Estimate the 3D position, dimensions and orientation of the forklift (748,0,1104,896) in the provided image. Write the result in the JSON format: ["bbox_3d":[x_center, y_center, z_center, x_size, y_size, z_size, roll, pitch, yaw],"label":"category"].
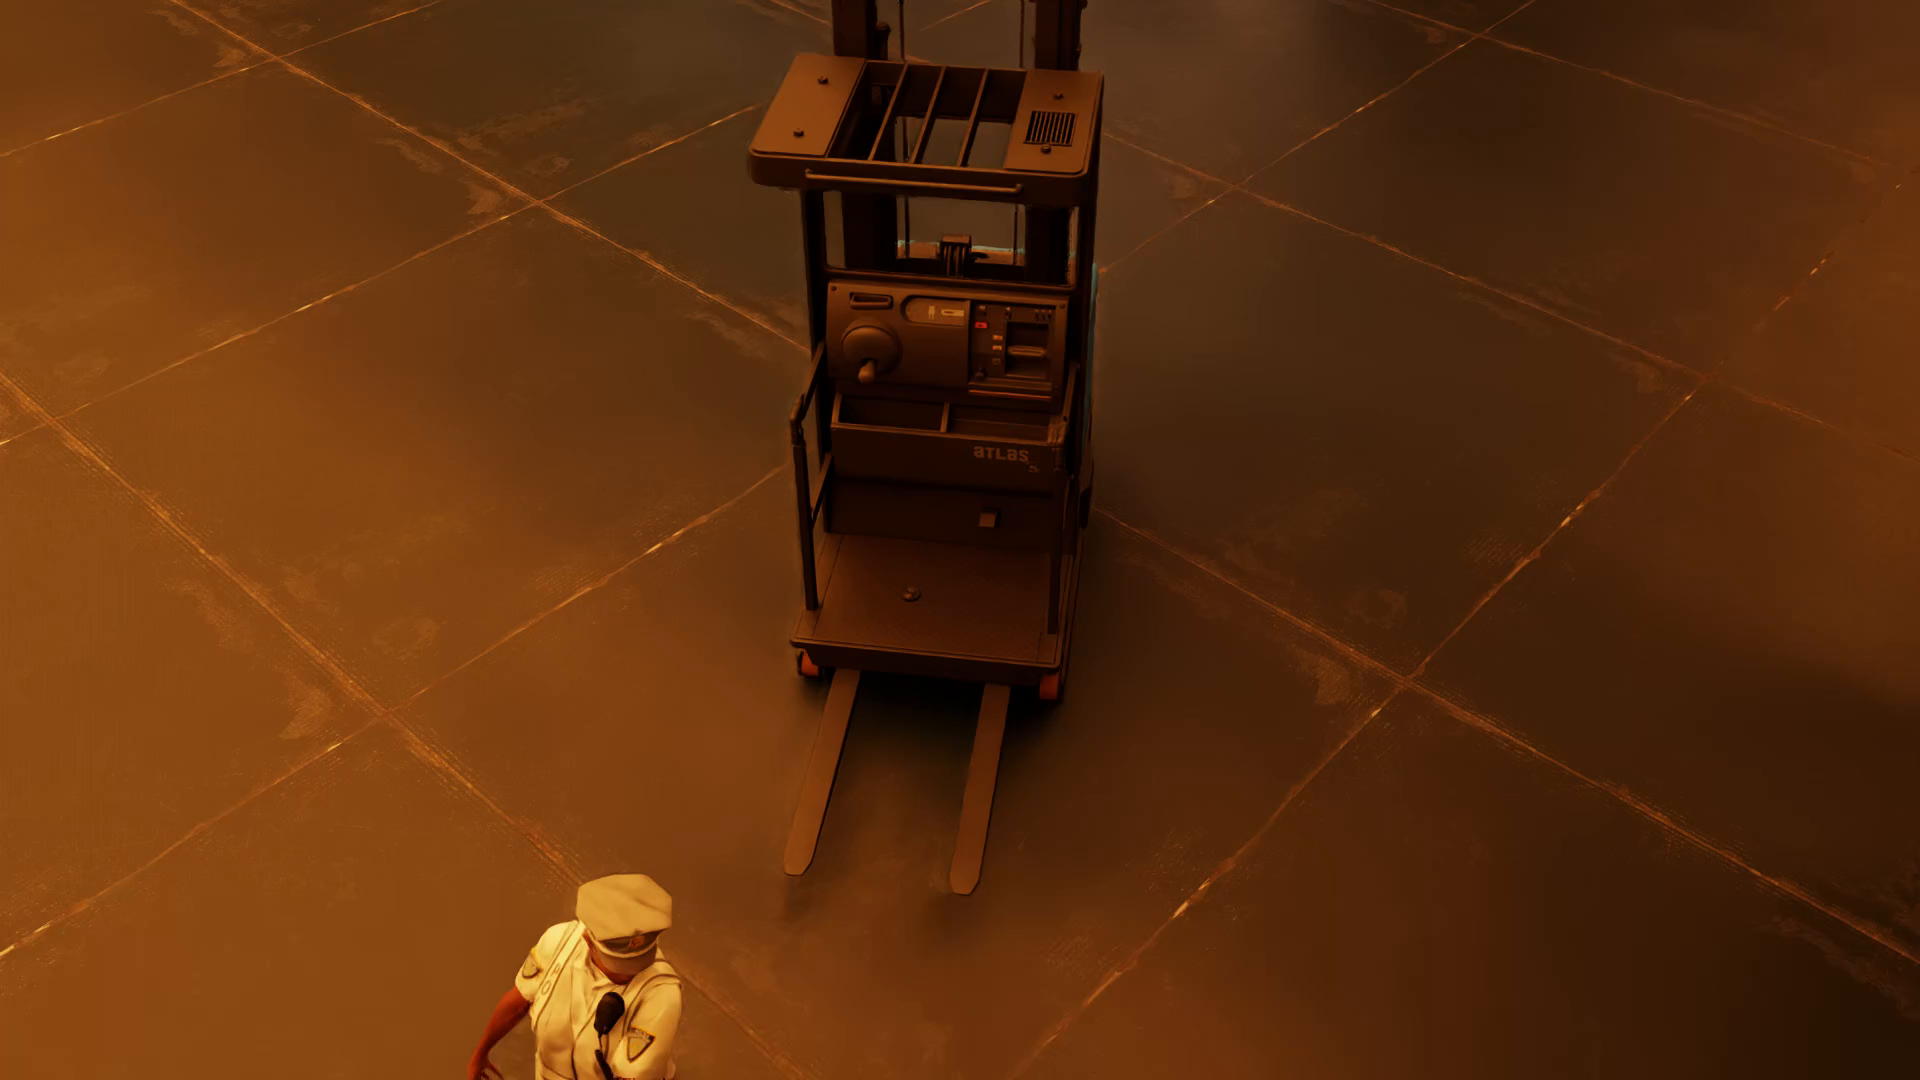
[{"bbox_3d":[-0.080,-0.694,6.237,1.130,2.935,3.031,5,41,6],"label":"forklift"}]

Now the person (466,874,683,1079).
[{"bbox_3d":[-1.063,1.575,4.664,0.713,1.552,0.777,9,41,11],"label":"person"}]
